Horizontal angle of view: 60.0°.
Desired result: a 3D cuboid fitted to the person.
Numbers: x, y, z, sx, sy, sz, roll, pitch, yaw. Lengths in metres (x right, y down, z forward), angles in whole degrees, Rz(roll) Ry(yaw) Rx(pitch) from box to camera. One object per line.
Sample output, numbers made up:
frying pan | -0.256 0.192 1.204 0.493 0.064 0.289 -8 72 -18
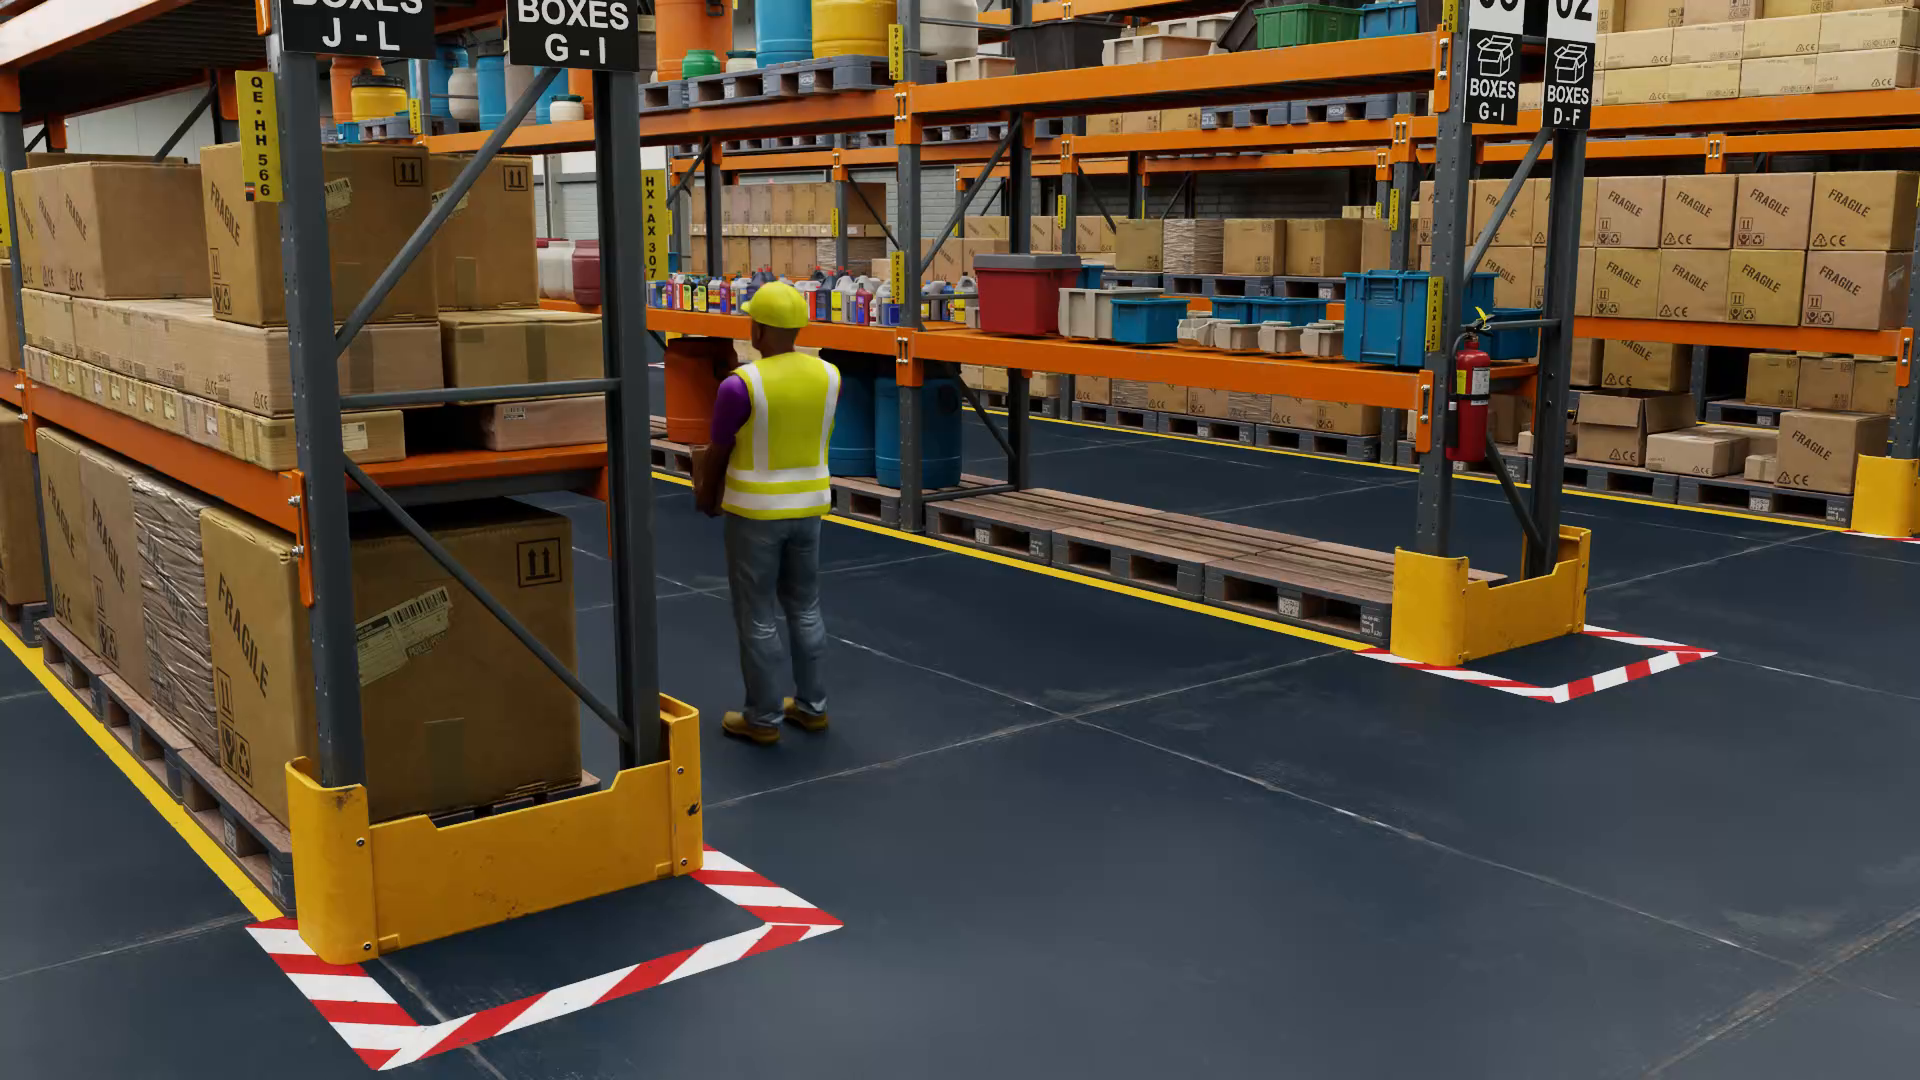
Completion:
person | -0.765 -0.114 6.454 0.520 1.771 0.566 -9 14 -38
